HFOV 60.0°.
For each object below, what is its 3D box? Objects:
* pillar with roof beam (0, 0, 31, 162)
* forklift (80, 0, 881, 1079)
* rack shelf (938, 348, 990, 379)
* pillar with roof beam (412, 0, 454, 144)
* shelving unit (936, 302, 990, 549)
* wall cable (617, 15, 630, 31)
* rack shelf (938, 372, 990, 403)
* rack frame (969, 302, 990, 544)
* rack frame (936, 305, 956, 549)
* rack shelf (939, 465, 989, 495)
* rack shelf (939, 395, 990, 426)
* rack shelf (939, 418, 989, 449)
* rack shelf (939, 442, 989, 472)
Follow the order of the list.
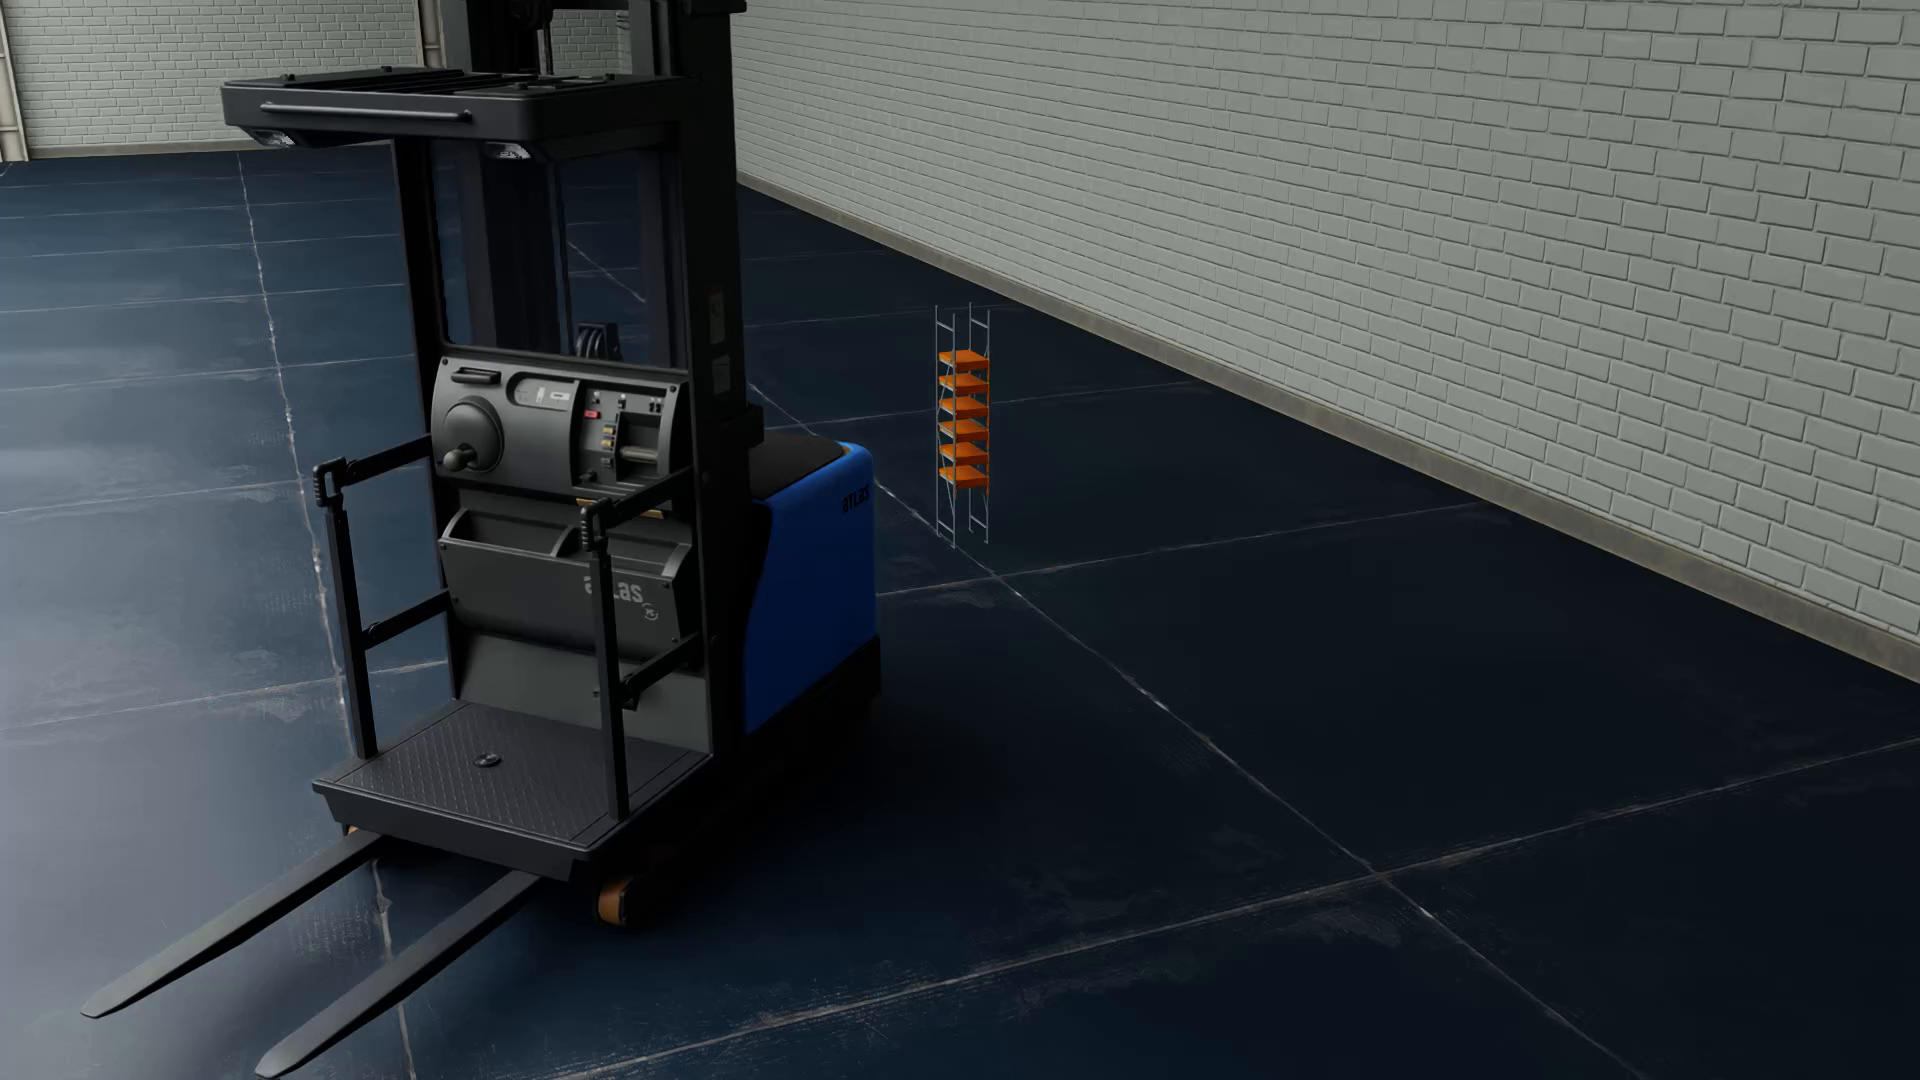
[{"bbox_3d":[-12.076,-8.466,19.017,0.400,9.000,9.100,-8,21,-22],"label":"pillar with roof beam"},{"bbox_3d":[-1.378,-0.351,5.107,1.130,2.935,3.031,8,21,23],"label":"forklift"},{"bbox_3d":[0.013,-0.866,8.223,0.180,0.103,0.258,-8,21,-22],"label":"rack shelf"},{"bbox_3d":[-6.567,-9.256,21.259,0.400,9.000,9.100,-8,21,-22],"label":"pillar with roof beam"},{"bbox_3d":[0.013,-0.568,8.328,0.189,1.200,0.258,-8,21,-22],"label":"shelving unit"},{"bbox_3d":[-5.043,-9.088,25.459,0.112,2.526,3.097,-8,21,-22],"label":"wall cable"},{"bbox_3d":[0.013,-0.752,8.263,0.180,0.103,0.258,-8,21,-22],"label":"rack shelf"},{"bbox_3d":[0.097,-0.580,8.362,0.006,1.200,0.240,-8,21,-22],"label":"rack frame"},{"bbox_3d":[-0.071,-0.556,8.294,0.006,1.200,0.240,-8,21,-22],"label":"rack frame"},{"bbox_3d":[0.013,-0.300,8.423,0.180,0.103,0.258,-8,21,-22],"label":"rack shelf"},{"bbox_3d":[0.013,-0.639,8.303,0.180,0.103,0.258,-8,21,-22],"label":"rack shelf"},{"bbox_3d":[0.013,-0.526,8.343,0.180,0.103,0.258,-8,21,-22],"label":"rack shelf"},{"bbox_3d":[0.013,-0.413,8.383,0.180,0.103,0.258,-8,21,-22],"label":"rack shelf"}]
